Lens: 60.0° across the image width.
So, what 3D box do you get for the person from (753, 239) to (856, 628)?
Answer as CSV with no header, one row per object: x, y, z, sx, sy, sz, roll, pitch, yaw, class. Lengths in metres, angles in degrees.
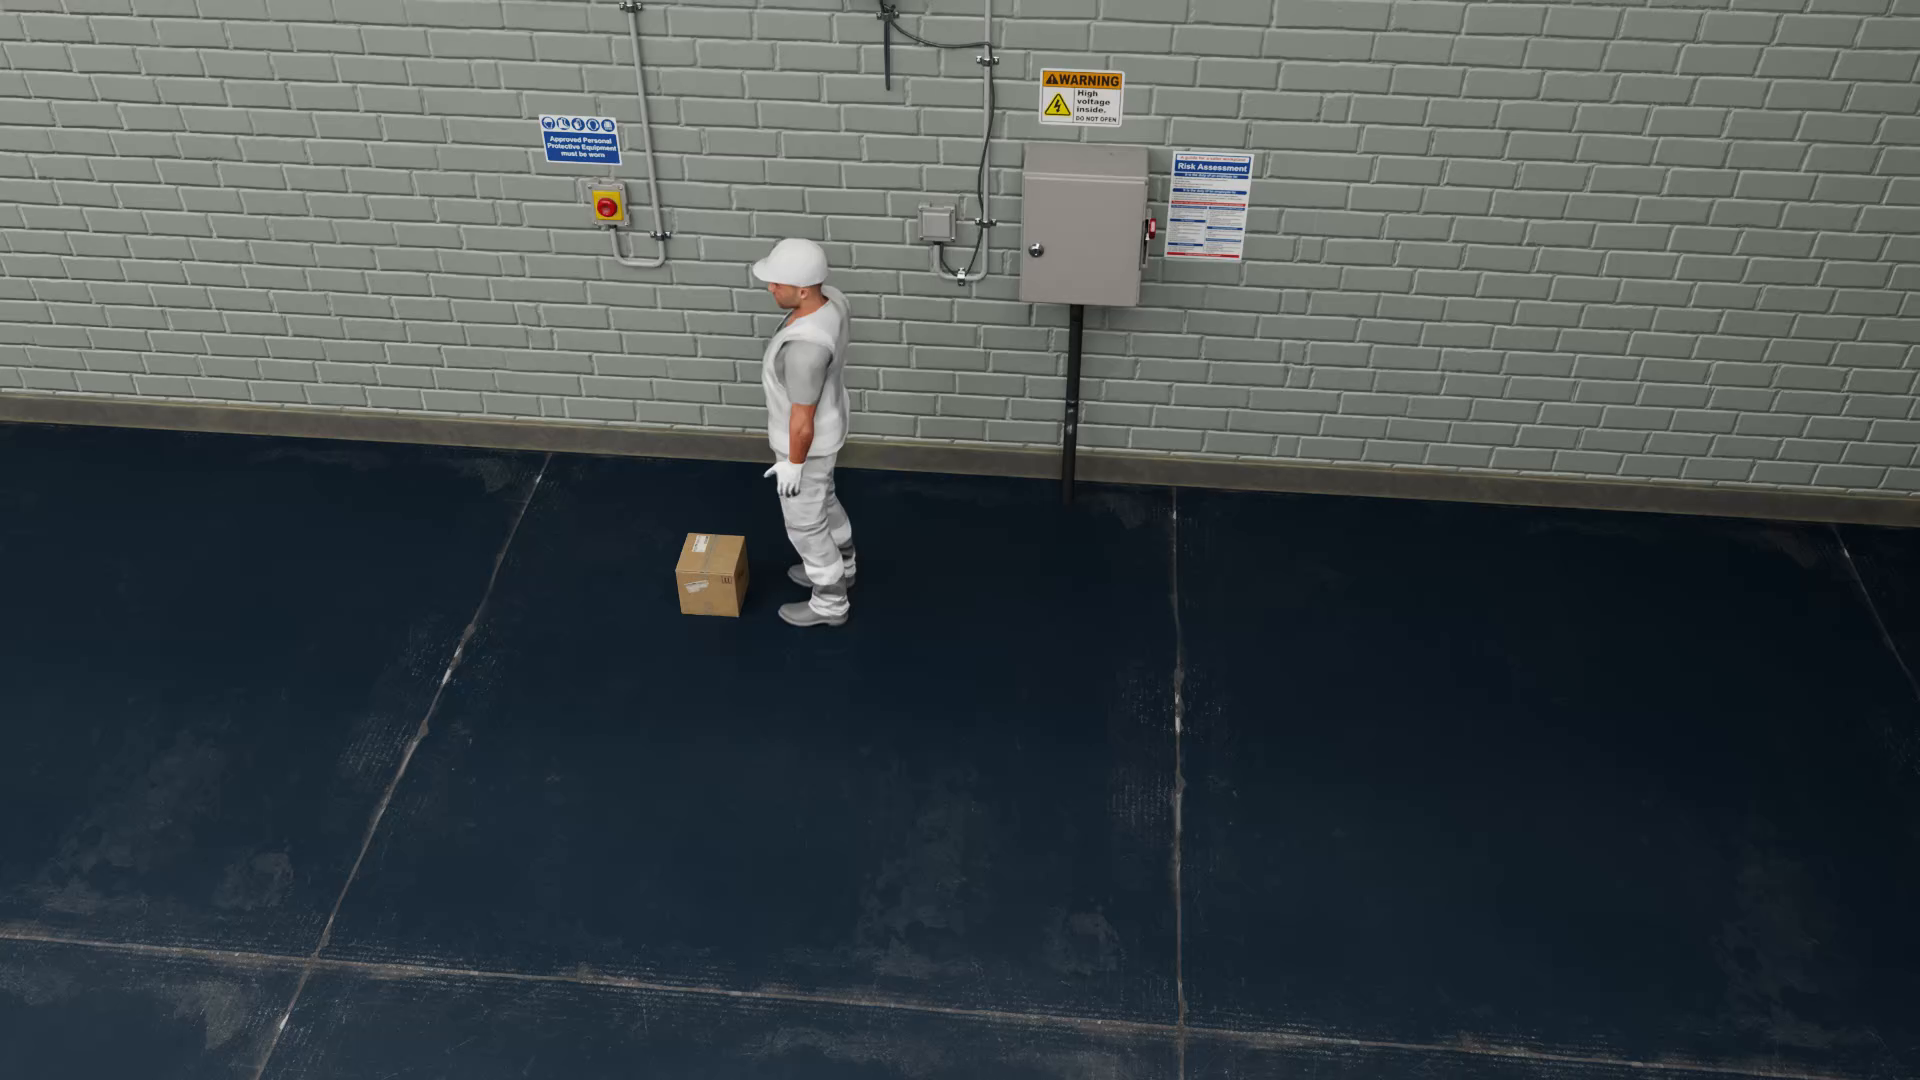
-0.603,-0.411,6.635,0.346,1.783,0.526,4,40,5,person
